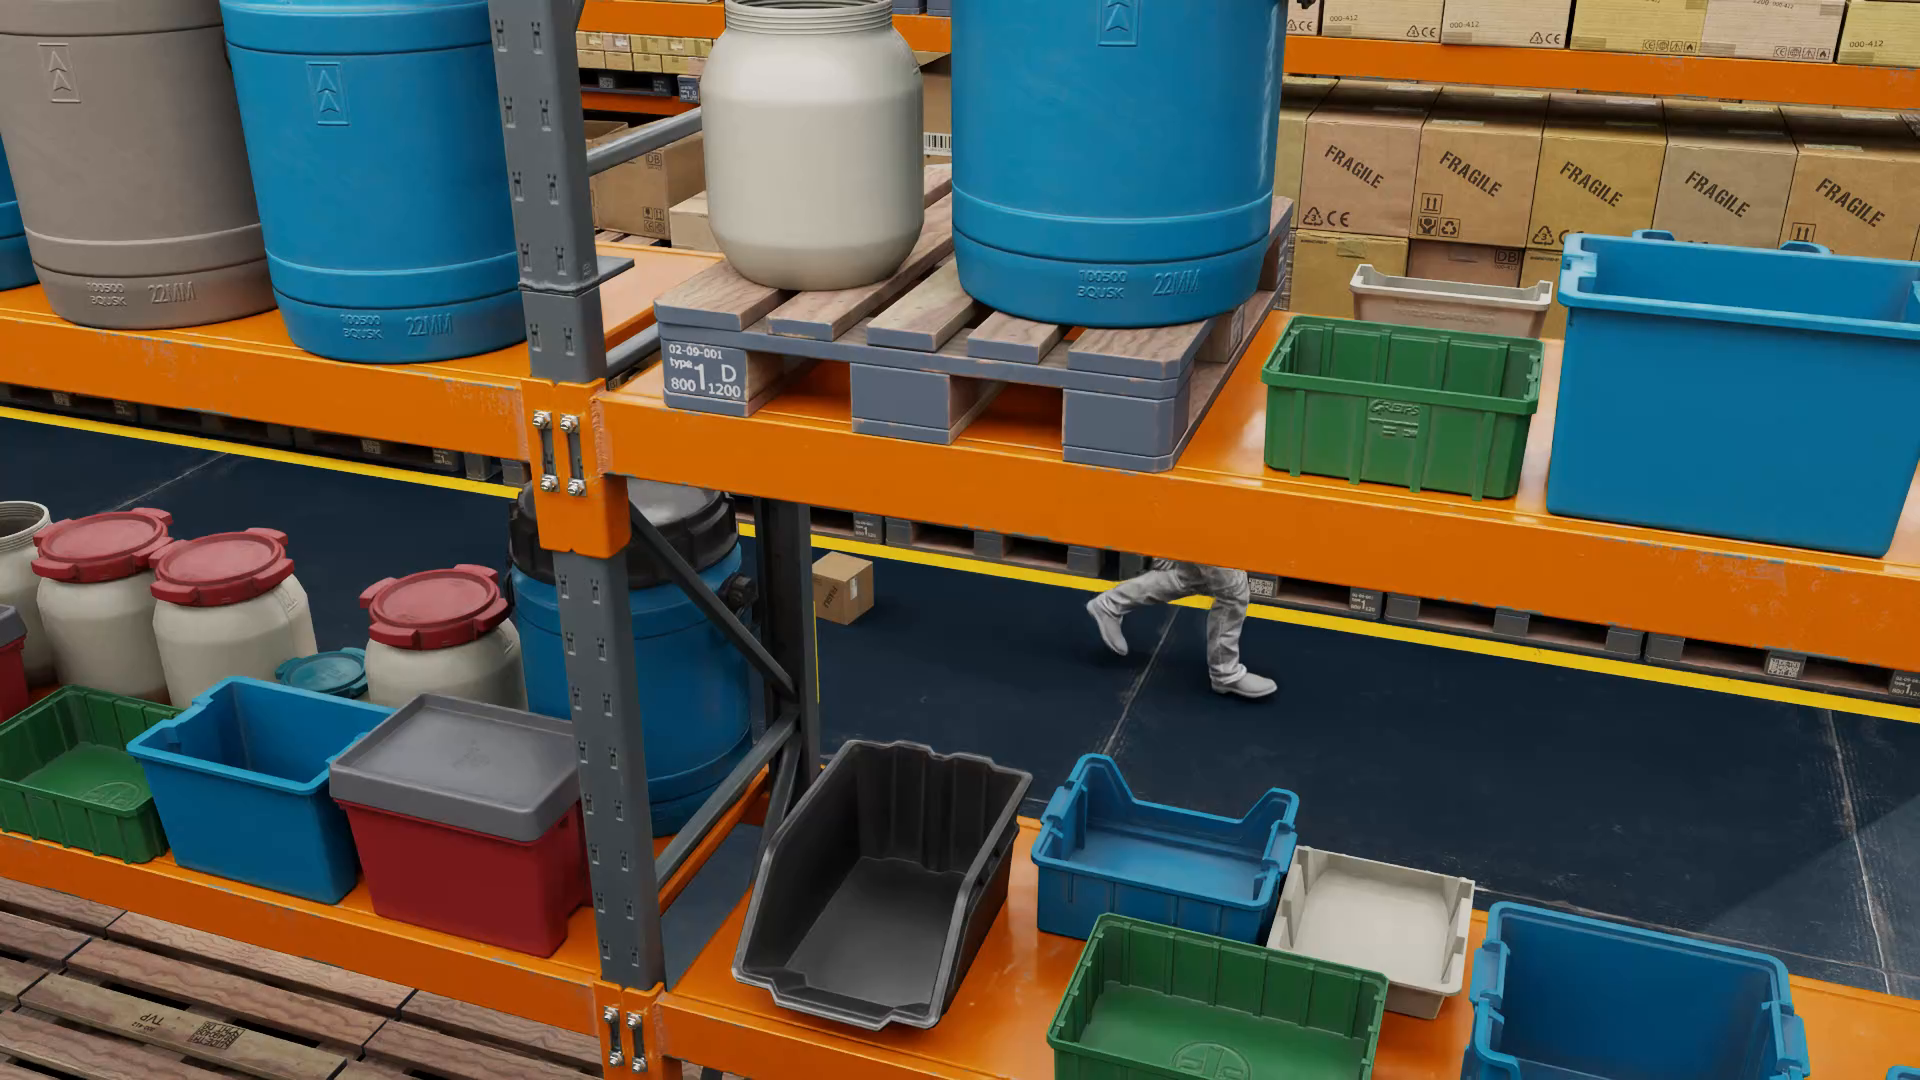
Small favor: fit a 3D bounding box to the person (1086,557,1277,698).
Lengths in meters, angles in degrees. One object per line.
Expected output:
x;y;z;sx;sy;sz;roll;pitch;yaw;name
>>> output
1.016;-0.144;7.397;0.931;1.746;0.602;7;26;15;person
